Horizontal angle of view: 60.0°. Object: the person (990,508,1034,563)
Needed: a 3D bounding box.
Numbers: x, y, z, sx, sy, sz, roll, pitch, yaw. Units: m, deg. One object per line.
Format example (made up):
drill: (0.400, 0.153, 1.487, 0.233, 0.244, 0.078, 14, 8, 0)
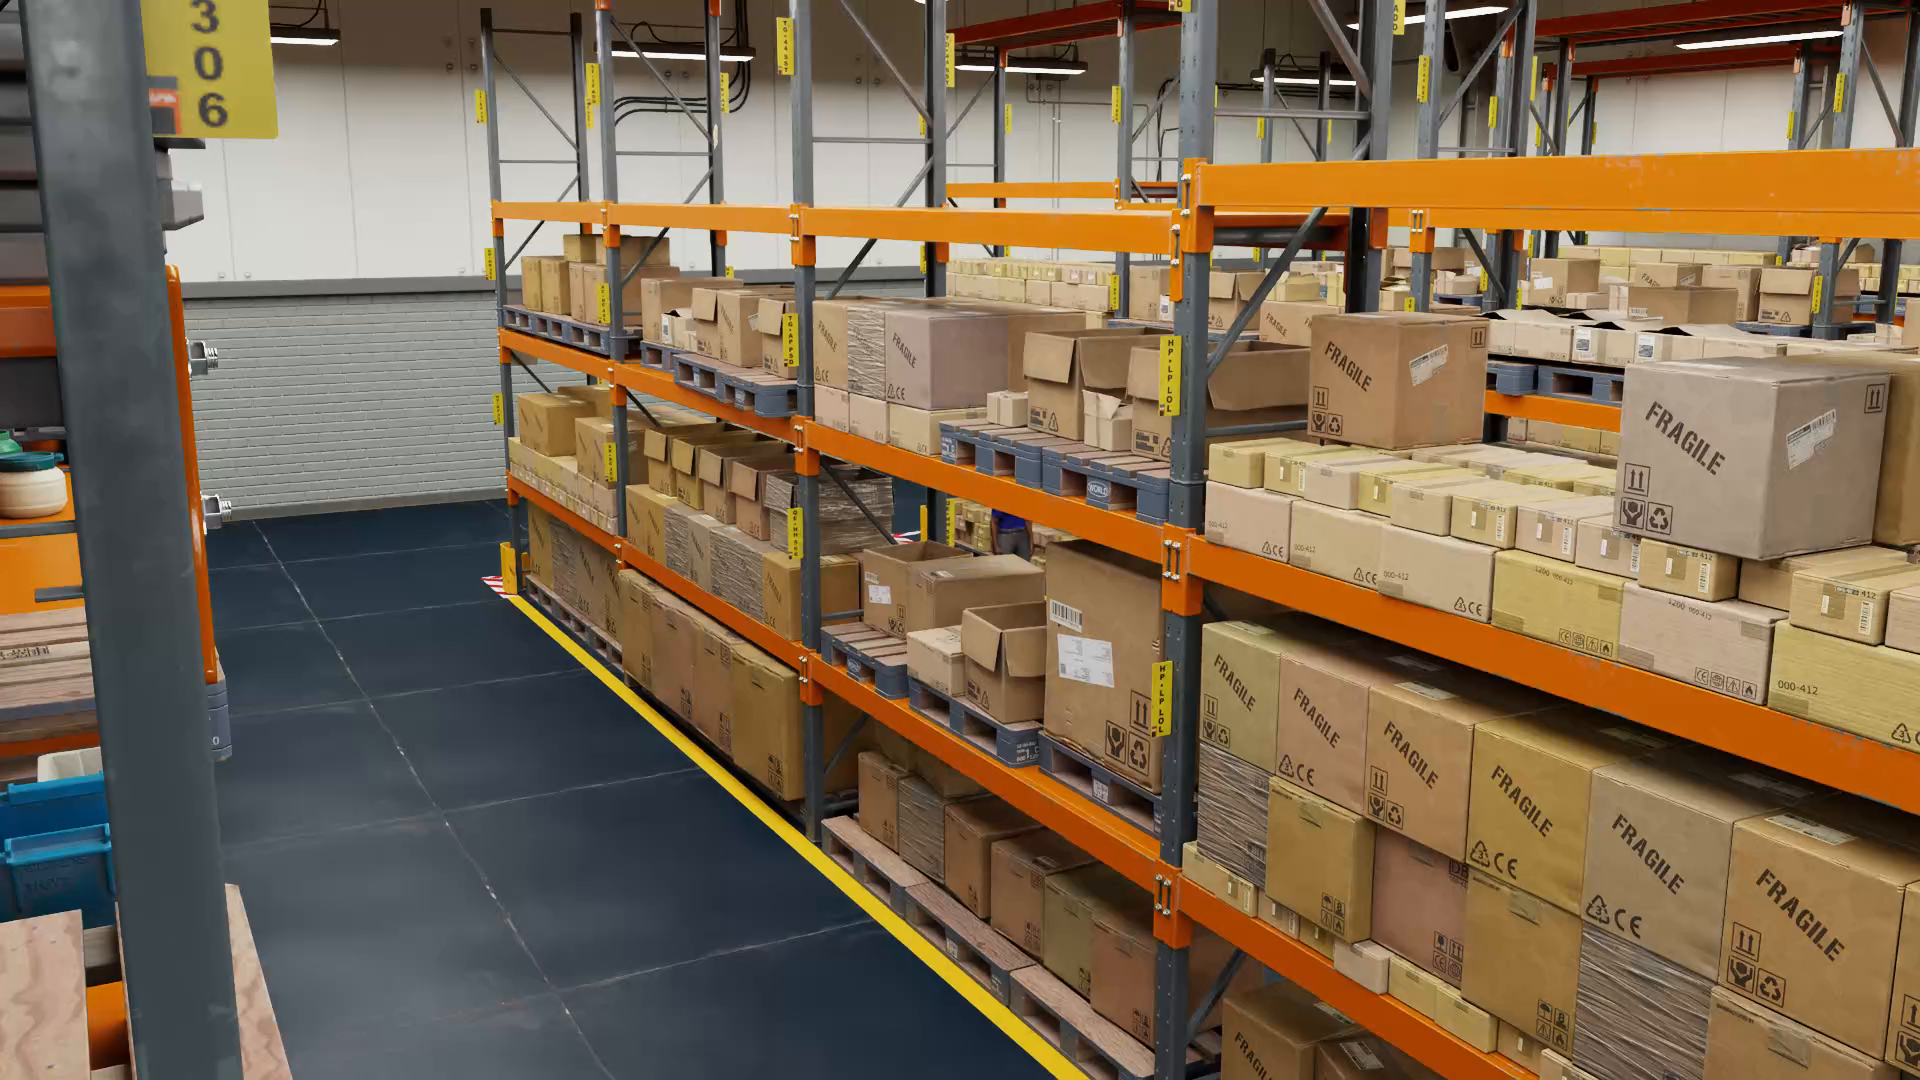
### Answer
person: (0.509, 0.052, 16.220, 0.511, 1.654, 0.346, -8, 14, -32)
